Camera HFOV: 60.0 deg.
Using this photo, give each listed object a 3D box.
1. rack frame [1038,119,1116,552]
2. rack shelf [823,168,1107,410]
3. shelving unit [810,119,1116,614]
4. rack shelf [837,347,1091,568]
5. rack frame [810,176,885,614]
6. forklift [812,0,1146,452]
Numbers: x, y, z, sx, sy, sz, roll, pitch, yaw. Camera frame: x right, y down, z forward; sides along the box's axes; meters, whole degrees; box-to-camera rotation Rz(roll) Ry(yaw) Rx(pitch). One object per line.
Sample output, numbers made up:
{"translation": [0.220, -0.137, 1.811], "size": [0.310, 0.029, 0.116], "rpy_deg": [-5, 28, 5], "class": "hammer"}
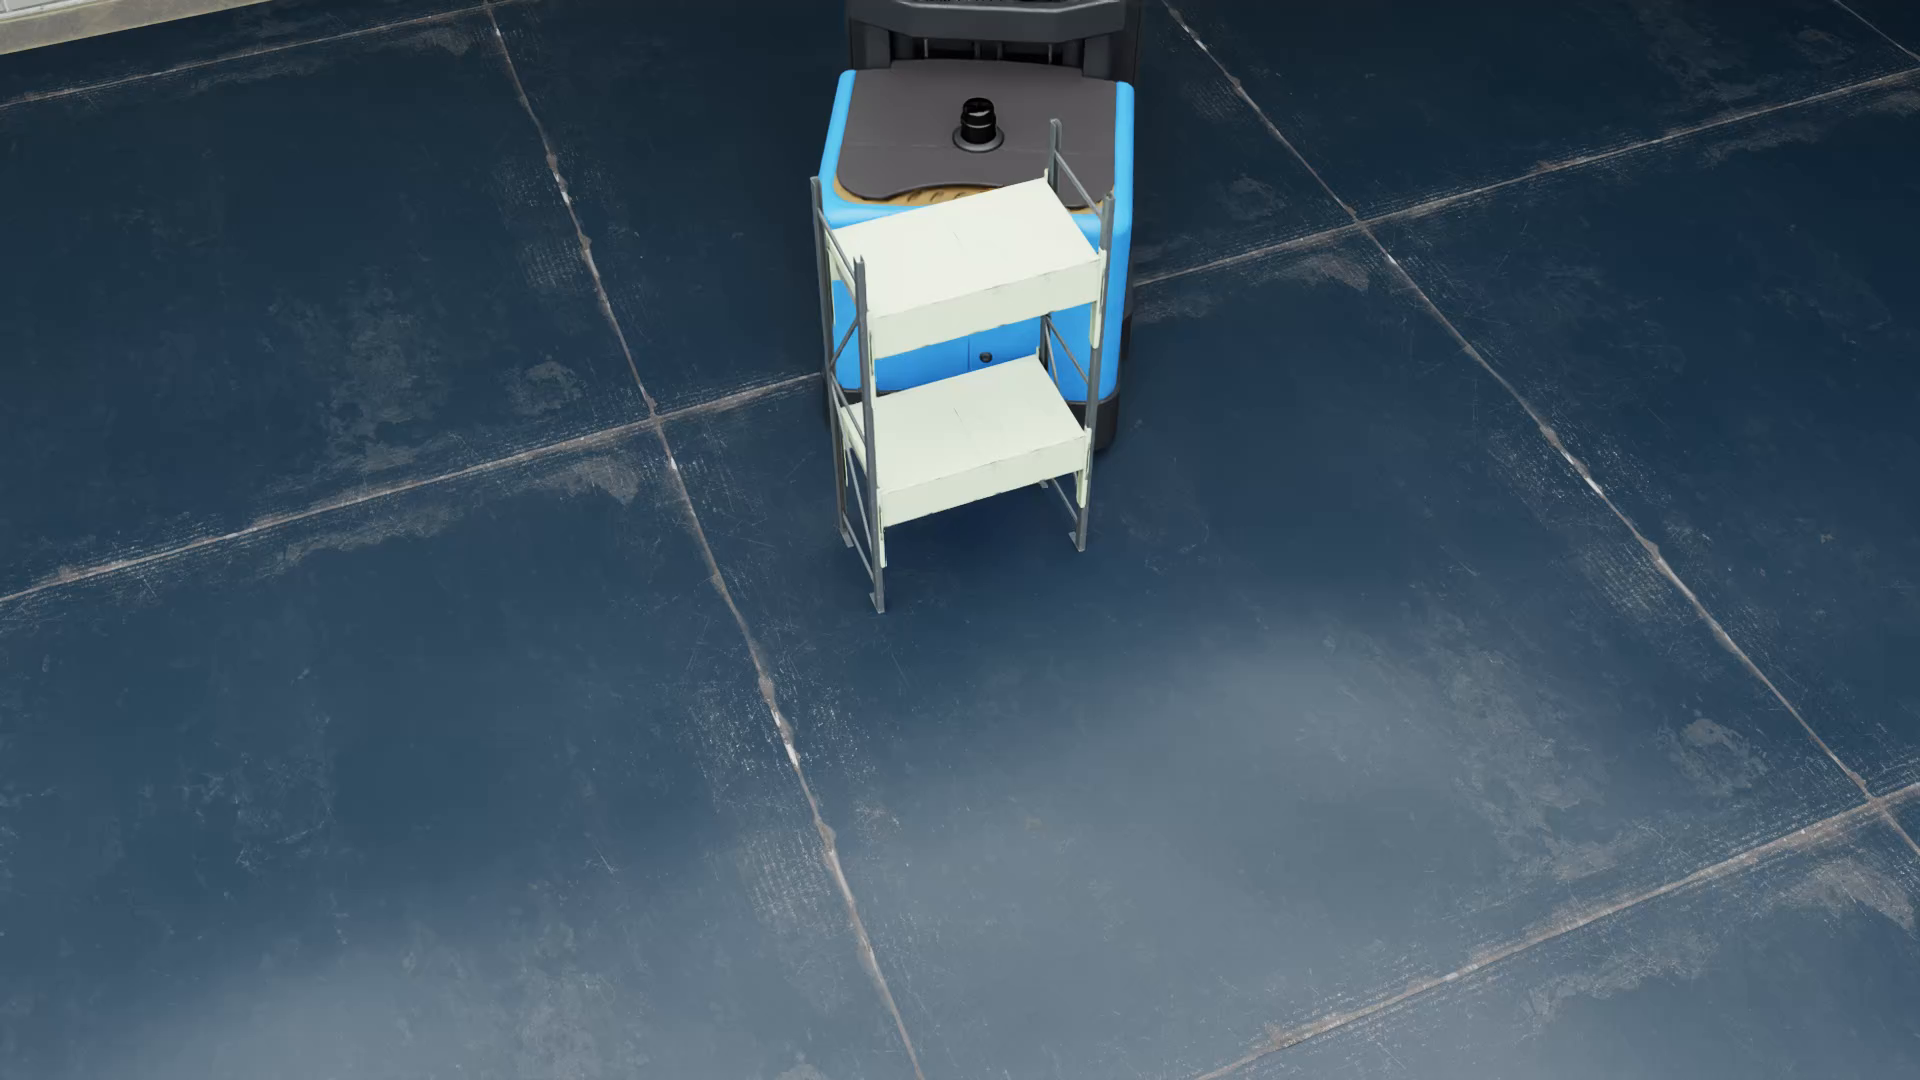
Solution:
{"translation": [0.346, -0.590, 5.268], "size": [0.023, 1.500, 0.400], "rpy_deg": [-17, 51, -14], "class": "rack frame"}
{"translation": [0.005, -0.742, 4.884], "size": [0.720, 0.370, 0.431], "rpy_deg": [-17, 51, -14], "class": "rack shelf"}
{"translation": [0.005, -0.487, 5.180], "size": [0.755, 1.500, 0.431], "rpy_deg": [-17, 51, -14], "class": "shelving unit"}
{"translation": [0.005, -0.275, 5.427], "size": [0.720, 0.370, 0.431], "rpy_deg": [-17, 51, -14], "class": "rack shelf"}
{"translation": [-0.335, -0.385, 5.092], "size": [0.023, 1.500, 0.400], "rpy_deg": [-17, 51, -14], "class": "rack frame"}
{"translation": [0.143, -2.390, 5.871], "size": [1.130, 2.935, 3.031], "rpy_deg": [3, 49, 3], "class": "forklift"}
